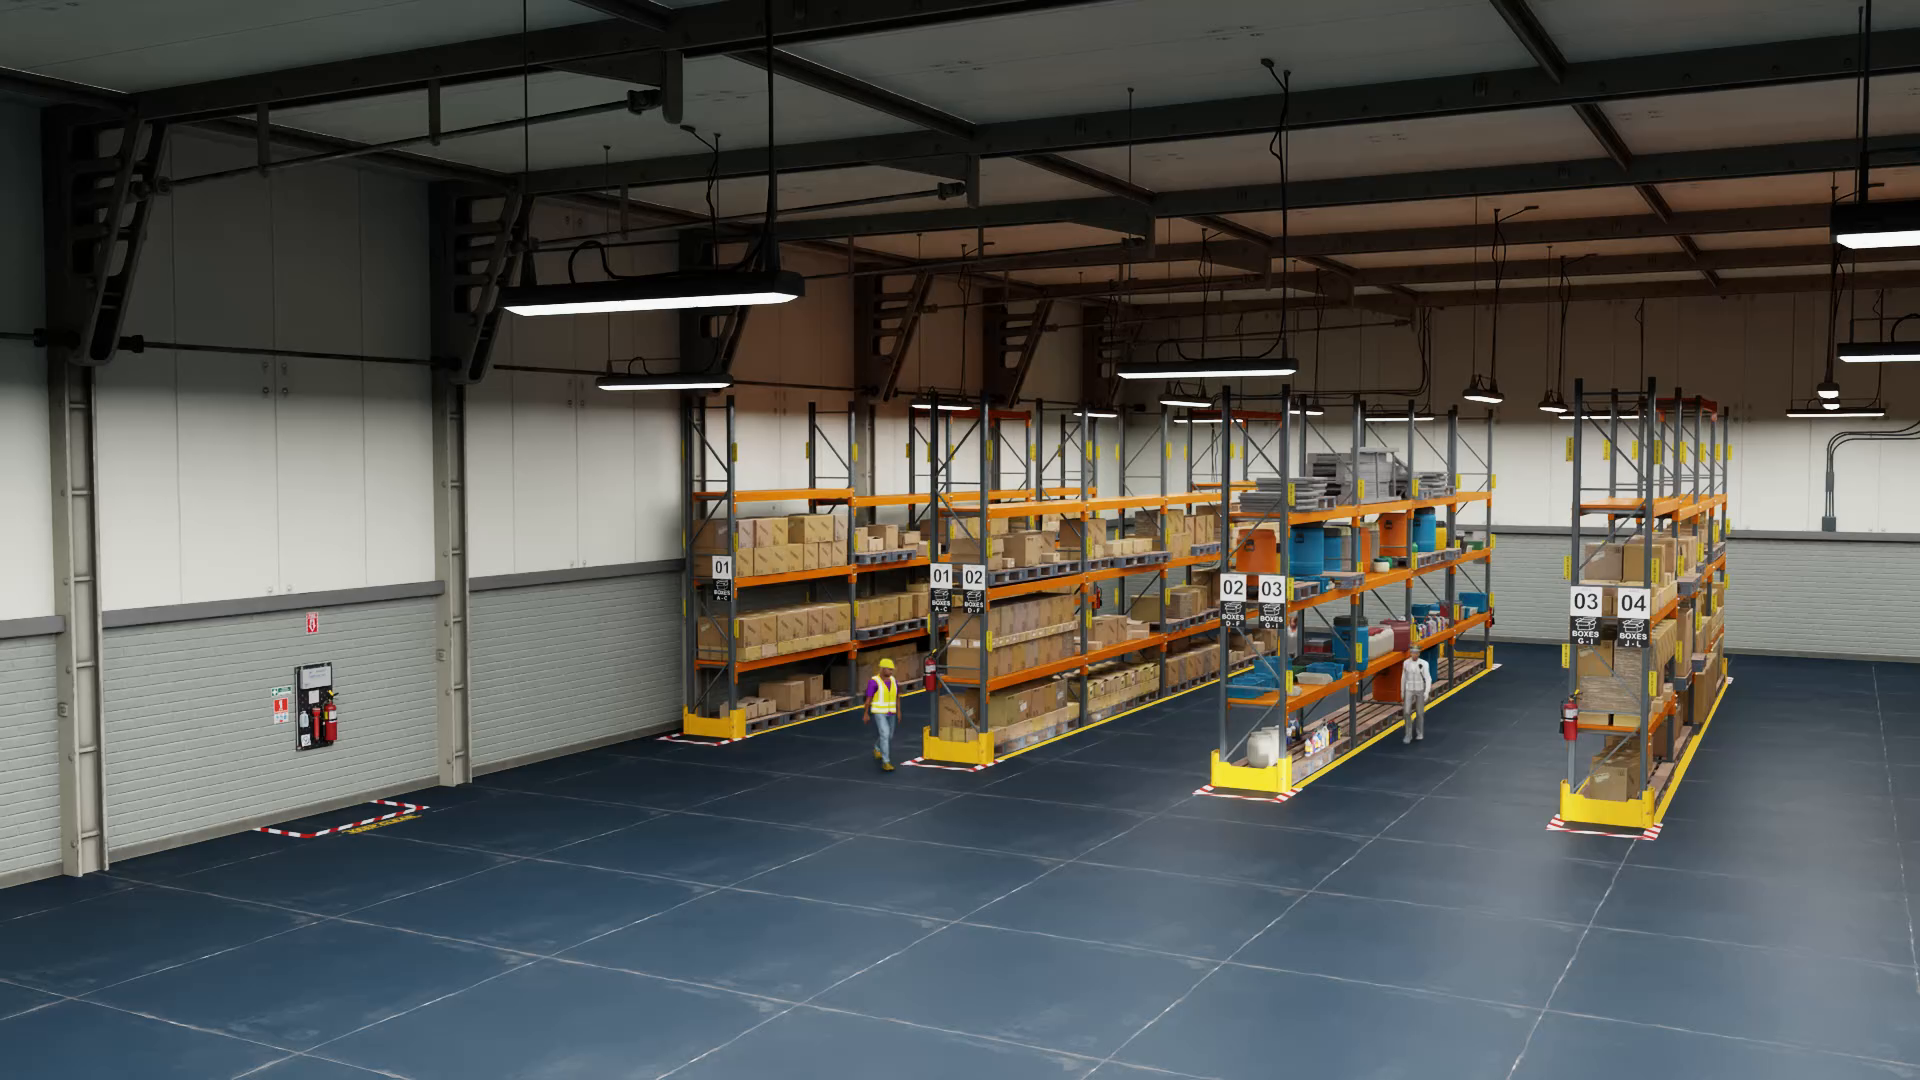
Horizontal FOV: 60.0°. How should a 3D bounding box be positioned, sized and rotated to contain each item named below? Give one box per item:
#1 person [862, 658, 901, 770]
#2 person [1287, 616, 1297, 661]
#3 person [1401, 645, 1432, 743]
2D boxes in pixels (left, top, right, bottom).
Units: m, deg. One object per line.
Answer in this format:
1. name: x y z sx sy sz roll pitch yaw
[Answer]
1. person: -1.217 2.750 26.571 0.594 1.719 0.983 -3 4 -42
2. person: 6.970 2.377 34.928 0.448 1.538 1.011 2 4 35
3. person: 7.894 2.660 28.813 0.529 1.703 0.582 1 3 24
